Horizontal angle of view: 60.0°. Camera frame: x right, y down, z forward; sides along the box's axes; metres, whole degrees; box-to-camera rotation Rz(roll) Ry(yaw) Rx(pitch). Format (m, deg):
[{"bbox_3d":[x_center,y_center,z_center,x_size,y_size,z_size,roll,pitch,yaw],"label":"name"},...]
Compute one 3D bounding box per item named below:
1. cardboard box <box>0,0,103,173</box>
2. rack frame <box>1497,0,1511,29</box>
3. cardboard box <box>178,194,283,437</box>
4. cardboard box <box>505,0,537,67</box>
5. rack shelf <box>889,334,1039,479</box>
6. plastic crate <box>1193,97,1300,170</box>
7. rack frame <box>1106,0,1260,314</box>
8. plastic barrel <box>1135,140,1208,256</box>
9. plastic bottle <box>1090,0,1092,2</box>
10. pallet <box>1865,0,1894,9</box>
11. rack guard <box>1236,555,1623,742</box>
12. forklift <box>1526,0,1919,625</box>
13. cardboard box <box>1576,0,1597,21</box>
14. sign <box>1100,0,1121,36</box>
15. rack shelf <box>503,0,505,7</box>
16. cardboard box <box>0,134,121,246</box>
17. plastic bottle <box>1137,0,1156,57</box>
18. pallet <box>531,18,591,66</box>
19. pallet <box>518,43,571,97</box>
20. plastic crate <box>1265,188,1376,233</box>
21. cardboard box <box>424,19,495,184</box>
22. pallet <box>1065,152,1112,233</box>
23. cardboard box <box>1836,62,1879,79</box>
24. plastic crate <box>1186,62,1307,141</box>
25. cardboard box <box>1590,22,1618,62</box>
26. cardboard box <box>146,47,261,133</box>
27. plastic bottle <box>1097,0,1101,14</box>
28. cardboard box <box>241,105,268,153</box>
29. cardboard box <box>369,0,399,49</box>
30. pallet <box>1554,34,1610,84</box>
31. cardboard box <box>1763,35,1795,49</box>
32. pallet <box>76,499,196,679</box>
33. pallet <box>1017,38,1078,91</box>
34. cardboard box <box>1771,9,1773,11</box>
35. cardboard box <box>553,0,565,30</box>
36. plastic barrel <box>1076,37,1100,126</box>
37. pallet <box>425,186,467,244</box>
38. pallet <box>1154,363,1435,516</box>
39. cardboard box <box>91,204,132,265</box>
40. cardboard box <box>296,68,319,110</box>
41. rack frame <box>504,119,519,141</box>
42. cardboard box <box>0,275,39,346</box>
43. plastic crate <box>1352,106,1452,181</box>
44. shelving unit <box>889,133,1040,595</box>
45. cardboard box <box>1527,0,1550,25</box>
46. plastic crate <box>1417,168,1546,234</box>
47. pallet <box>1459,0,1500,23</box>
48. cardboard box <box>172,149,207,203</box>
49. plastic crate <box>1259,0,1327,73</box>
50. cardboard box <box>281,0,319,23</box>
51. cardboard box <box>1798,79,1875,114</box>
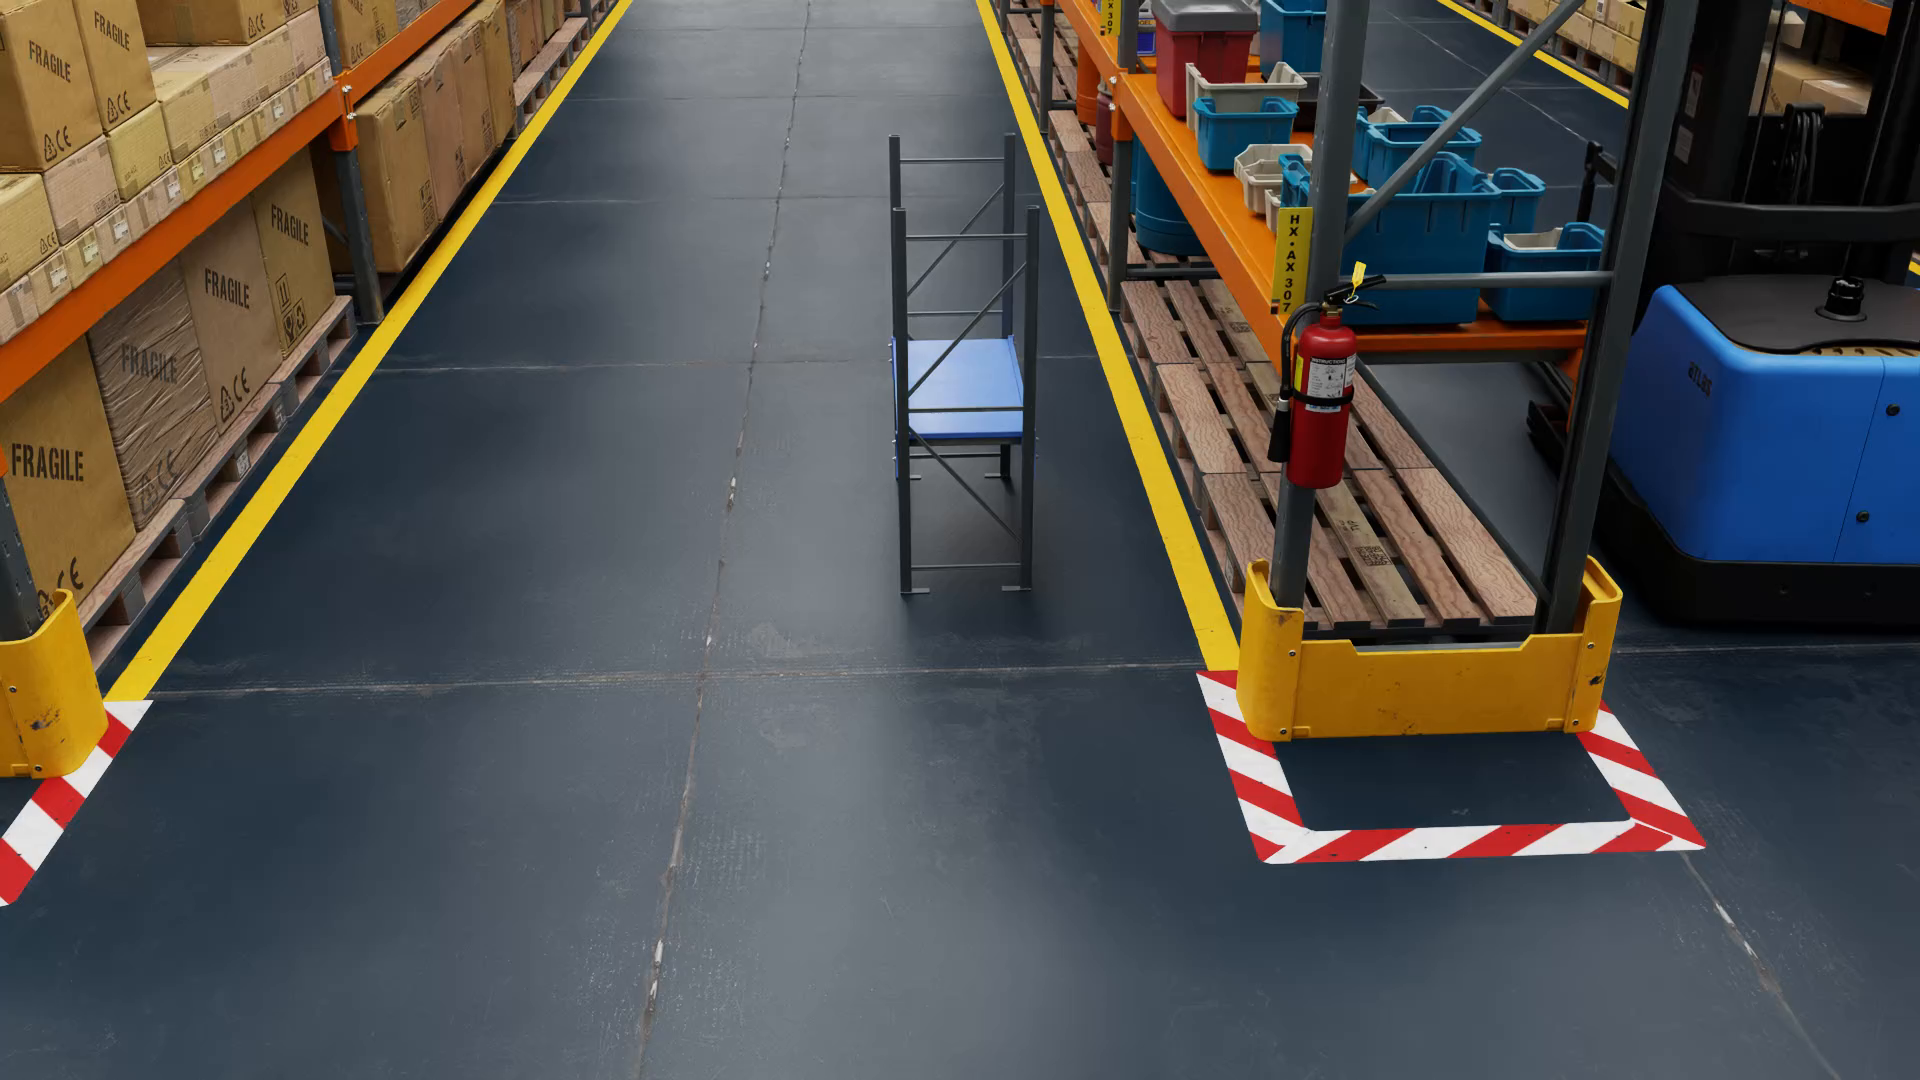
[{"bbox_3d":[-3.202,-1.506,5.423,0.500,0.500,0.500,-2,28,-4],"label":"cardboard box"},{"bbox_3d":[5.845,-6.428,15.831,1.000,3.000,0.127,-1,28,-3],"label":"rack frame"},{"bbox_3d":[-3.628,-1.018,7.301,0.875,0.875,0.875,-1,28,-3],"label":"cardboard box"},{"bbox_3d":[-3.972,-4.256,13.894,0.700,0.500,0.500,1,28,2],"label":"cardboard box"},{"bbox_3d":[-0.004,-0.545,6.562,0.538,0.185,1.000,-1,28,-3],"label":"rack shelf"},{"bbox_3d":[1.162,-1.663,6.811,0.416,0.233,0.300,-1,28,-3],"label":"plastic crate"},{"bbox_3d":[1.316,-2.615,8.521,1.000,3.000,0.127,-1,28,-3],"label":"rack frame"},{"bbox_3d":[1.305,-2.123,9.392,0.600,0.901,0.708,-1,28,-3],"label":"plastic barrel"},{"bbox_3d":[0.884,-3.519,10.307,0.144,0.351,0.185,-1,28,-3],"label":"plastic bottle"},{"bbox_3d":[6.161,-3.598,10.611,1.003,0.211,1.213,-1,28,-3],"label":"pallet"},{"bbox_3d":[1.539,0.351,5.537,1.175,0.500,0.348,-1,28,-3],"label":"rack guard"},{"bbox_3d":[3.169,-1.635,6.716,1.130,2.935,3.031,1,28,2],"label":"forklift"},{"bbox_3d":[5.700,-4.737,14.501,0.500,0.311,0.500,-1,28,-1],"label":"cardboard box"},{"bbox_3d":[0.767,-2.726,8.433,0.100,0.325,0.005,-1,28,-3],"label":"sign"},{"bbox_3d":[-3.943,-4.948,13.771,1.077,0.370,4.000,-1,28,-3],"label":"rack shelf"},{"bbox_3d":[-3.210,-1.182,5.613,0.500,0.250,0.500,-2,28,-3],"label":"cardboard box"},{"bbox_3d":[0.973,-2.735,8.884,0.152,0.276,0.135,-1,28,-3],"label":"plastic bottle"},{"bbox_3d":[-4.005,-4.594,15.331,1.003,0.211,1.213,-1,28,-3],"label":"pallet"},{"bbox_3d":[-3.939,-4.030,14.248,1.003,0.211,1.213,-1,28,-3],"label":"pallet"},{"bbox_3d":[1.301,-1.184,5.997,0.396,0.136,0.243,-1,28,-3],"label":"plastic crate"},{"bbox_3d":[-3.785,-2.856,10.826,1.225,0.875,0.875,-1,28,-2],"label":"cardboard box"},{"bbox_3d":[1.251,-2.301,10.934,1.003,0.211,1.213,-1,28,-3],"label":"pallet"},{"bbox_3d":[6.364,-3.002,11.490,0.500,0.500,0.500,-2,28,-5],"label":"cardboard box"},{"bbox_3d":[1.212,-1.880,7.174,0.437,0.282,0.530,-1,28,-3],"label":"plastic crate"},{"bbox_3d":[5.730,-4.255,14.184,0.500,0.250,0.500,-1,28,-1],"label":"cardboard box"},{"bbox_3d":[-3.288,-1.889,6.969,0.500,0.250,0.500,-1,28,-2],"label":"cardboard box"},{"bbox_3d":[0.908,-3.306,9.978,0.152,0.276,0.135,-1,28,-3],"label":"plastic bottle"},{"bbox_3d":[-3.233,-1.776,7.184,0.380,0.149,0.250,-1,28,-2],"label":"cardboard box"},{"bbox_3d":[-3.431,-2.991,9.133,0.500,0.500,0.500,-1,28,-3],"label":"cardboard box"},{"bbox_3d":[5.990,-4.287,14.742,1.003,0.211,1.213,-1,28,-3],"label":"pallet"},{"bbox_3d":[5.793,-3.450,12.349,0.500,0.500,0.500,0,28,0],"label":"cardboard box"},{"bbox_3d":[-3.541,0.220,6.099,1.003,0.211,1.213,-1,28,-3],"label":"pallet"},{"bbox_3d":[1.045,-4.147,14.473,1.003,0.211,1.213,-1,28,-3],"label":"pallet"},{"bbox_3d":[6.284,-4.288,13.640,0.500,0.311,0.500,-2,28,-4],"label":"cardboard box"},{"bbox_3d":[-4.037,-4.993,15.307,0.700,0.500,0.500,-3,28,-7],"label":"cardboard box"},{"bbox_3d":[1.150,-3.461,12.035,0.600,0.830,0.708,-1,28,-3],"label":"plastic barrel"},{"bbox_3d":[-3.812,-2.179,10.699,1.003,0.211,1.213,-1,28,-3],"label":"pallet"},{"bbox_3d":[1.460,-0.476,7.434,1.003,0.211,1.213,-1,28,-3],"label":"pallet"},{"bbox_3d":[-3.153,-1.066,5.822,0.380,0.149,0.250,-2,28,-3],"label":"cardboard box"},{"bbox_3d":[-3.273,-2.132,7.867,0.380,0.149,0.250,-1,28,-2],"label":"cardboard box"},{"bbox_3d":[-3.839,-4.343,11.834,1.000,3.000,0.127,-1,28,-3],"label":"rack frame"},{"bbox_3d":[-3.110,-0.709,5.138,0.380,0.149,0.250,-1,28,-2],"label":"cardboard box"},{"bbox_3d":[1.757,-1.589,6.670,0.416,0.233,0.300,-1,28,-3],"label":"plastic crate"},{"bbox_3d":[-0.004,-0.704,6.479,0.538,1.500,1.048,-1,28,-3],"label":"shelving unit"},{"bbox_3d":[5.644,-4.967,15.548,0.500,0.250,0.500,-1,28,-1],"label":"cardboard box"},{"bbox_3d":[1.807,-1.147,5.821,0.416,0.233,0.300,-1,28,-3],"label":"plastic crate"},{"bbox_3d":[5.846,-5.560,17.182,1.003,0.211,1.213,-1,28,-3],"label":"pallet"},{"bbox_3d":[-3.192,-1.419,6.500,0.380,0.149,0.250,-2,28,-4],"label":"cardboard box"},{"bbox_3d":[1.681,-2.428,8.113,0.392,0.384,0.575,-1,28,-3],"label":"plastic crate"},{"bbox_3d":[-3.339,-2.688,7.690,0.500,0.500,0.500,-1,28,-1],"label":"cardboard box"},{"bbox_3d":[5.879,-2.736,10.979,0.500,0.500,0.500,-2,28,-4],"label":"cardboard box"}]
